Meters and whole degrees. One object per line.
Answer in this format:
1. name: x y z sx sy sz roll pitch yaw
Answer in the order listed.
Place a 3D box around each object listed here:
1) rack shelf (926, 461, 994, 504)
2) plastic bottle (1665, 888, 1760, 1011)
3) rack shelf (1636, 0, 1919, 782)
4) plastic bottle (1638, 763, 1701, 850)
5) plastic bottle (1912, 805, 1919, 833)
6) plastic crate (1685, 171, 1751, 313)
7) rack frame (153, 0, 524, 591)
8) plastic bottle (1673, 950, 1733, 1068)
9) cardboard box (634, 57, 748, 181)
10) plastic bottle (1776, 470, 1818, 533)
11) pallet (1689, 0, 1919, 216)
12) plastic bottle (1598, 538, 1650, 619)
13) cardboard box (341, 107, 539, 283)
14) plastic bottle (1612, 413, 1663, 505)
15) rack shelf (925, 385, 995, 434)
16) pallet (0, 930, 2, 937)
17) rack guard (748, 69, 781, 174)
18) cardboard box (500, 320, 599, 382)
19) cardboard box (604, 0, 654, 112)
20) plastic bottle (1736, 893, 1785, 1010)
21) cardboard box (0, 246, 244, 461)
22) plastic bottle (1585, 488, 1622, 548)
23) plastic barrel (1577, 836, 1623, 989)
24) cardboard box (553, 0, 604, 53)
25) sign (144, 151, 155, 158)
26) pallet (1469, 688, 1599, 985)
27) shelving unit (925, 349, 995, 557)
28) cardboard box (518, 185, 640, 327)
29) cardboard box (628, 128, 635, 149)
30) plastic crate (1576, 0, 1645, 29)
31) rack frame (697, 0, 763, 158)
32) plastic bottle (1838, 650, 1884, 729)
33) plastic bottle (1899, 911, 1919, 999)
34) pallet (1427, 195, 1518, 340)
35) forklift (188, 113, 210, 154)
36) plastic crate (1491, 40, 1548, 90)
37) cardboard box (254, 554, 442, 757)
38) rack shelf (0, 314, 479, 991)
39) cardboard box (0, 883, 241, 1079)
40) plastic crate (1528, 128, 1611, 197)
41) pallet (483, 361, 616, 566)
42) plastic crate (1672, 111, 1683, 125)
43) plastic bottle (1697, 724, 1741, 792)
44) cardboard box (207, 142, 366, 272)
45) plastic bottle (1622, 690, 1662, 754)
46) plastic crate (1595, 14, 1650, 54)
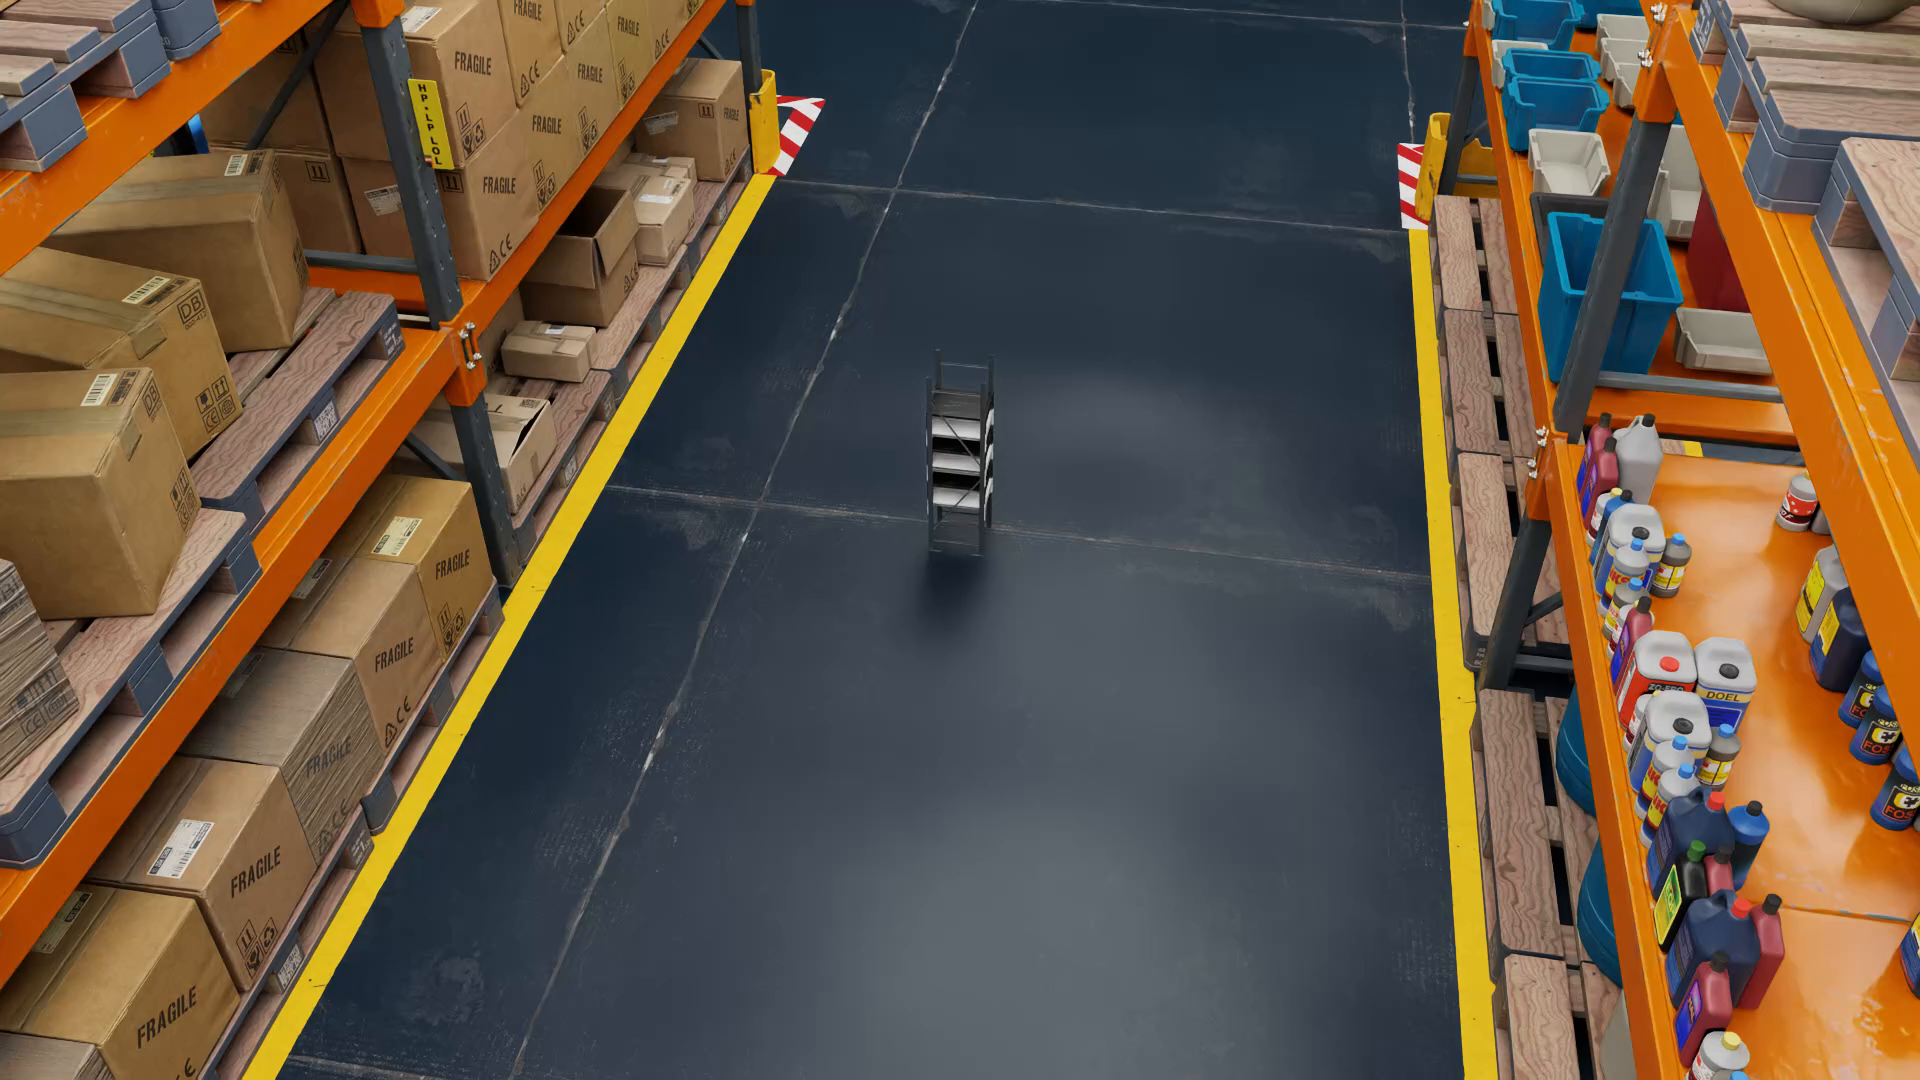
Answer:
1. rack shelf: 0.001 -0.257 7.048 0.258 0.077 0.200 6 40 8
2. plastic bottle: 1.739 0.927 3.813 0.144 0.351 0.185 6 40 8
3. rack shelf: 2.169 -0.112 3.243 1.077 0.370 4.000 6 40 8
4. plastic bottle: 1.795 0.667 4.191 0.097 0.271 0.097 0 40 0
5. plastic bottle: 2.551 0.618 4.246 0.152 0.276 0.135 6 40 8
6. plastic crate: 2.916 -1.069 6.092 0.402 0.464 0.583 6 40 8
7. rack frame: -2.363 -1.037 6.151 1.000 3.000 0.127 6 40 8
8. plastic bottle: 1.670 1.048 3.720 0.061 0.283 0.133 6 40 8
9. cardboard box: -1.523 -2.386 9.398 0.500 0.500 0.500 6 40 8
10. plastic bottle: 2.639 -0.131 5.211 0.097 0.201 0.097 0 40 0
11. pallet: 2.475 -1.069 3.984 1.213 0.211 1.003 6 40 8
12. plastic bottle: 1.949 0.109 4.866 0.097 0.271 0.097 0 40 0
13. cardboard box: -2.007 -1.366 6.469 0.500 0.500 0.500 7 40 9
14. plastic bottle: 2.128 -0.259 5.248 0.144 0.351 0.185 6 40 8
15. rack shelf: 0.001 -0.534 6.819 0.258 0.077 0.200 6 40 8
16. pallet: -3.007 1.114 3.699 1.213 0.211 1.003 6 40 8
17. rack guard: -1.684 -2.537 9.926 1.175 0.500 0.348 6 40 8
18. cardboard box: -1.938 -0.899 7.861 0.380 0.166 0.250 6 40 8
19. cardboard box: -1.746 -2.320 7.624 0.500 0.500 0.500 6 40 7
20. plastic bottle: 1.844 0.948 3.841 0.061 0.283 0.133 6 40 8
21. cardboard box: -2.722 -0.527 5.125 0.700 0.500 0.500 12 41 15
22. plastic bottle: 2.006 -0.071 5.138 0.097 0.201 0.097 0 40 0
23. plastic barrel: 2.281 0.942 5.074 0.600 0.901 0.708 6 40 8
24. cardboard box: -1.826 -2.372 6.902 0.500 0.500 0.500 5 40 6
25. sign: -2.899 -1.426 5.941 0.100 0.325 0.005 6 40 8
26. pallet: 2.340 1.065 5.796 1.003 0.211 1.213 6 40 8
27. shelving unit: 0.001 -0.352 6.969 0.258 0.900 0.210 6 40 8
28. cardboard box: -2.043 -1.424 8.233 0.797 0.503 0.637 6 40 8
29. cardboard box: -2.082 -2.394 9.683 0.380 0.149 0.250 6 40 8
30. plastic crate: 3.333 -2.805 8.214 0.616 0.435 0.499 6 40 8
31. rack frame: -1.671 -3.548 9.187 1.000 3.000 0.127 6 40 8
32. plastic bottle: 2.488 0.387 4.528 0.097 0.271 0.097 0 40 0
33. plastic bottle: 2.314 0.902 3.844 0.144 0.351 0.185 6 40 8
34. pallet: 3.026 -1.411 8.791 1.003 0.211 1.213 6 40 8
35. forklift: -5.076 -2.670 8.180 3.031 2.935 1.130 8 40 10
36. plastic crate: 2.585 -2.184 7.698 0.250 0.136 0.298 6 40 8
37. cardboard box: -2.260 0.407 6.020 0.500 0.500 0.500 7 40 8
38. rack shelf: -2.709 0.495 4.862 1.077 0.370 4.000 6 40 8
39. cardboard box: -2.518 1.369 4.856 0.500 0.500 0.500 6 40 7
40. plastic crate: 2.520 -1.536 6.914 0.293 0.136 0.466 6 40 8
41. pallet: -2.244 -0.394 7.560 1.003 0.211 1.213 6 40 8
42. plastic crate: 3.104 -1.641 6.965 0.416 0.233 0.300 6 40 8
43. plastic bottle: 1.985 0.565 4.369 0.097 0.201 0.097 0 40 0
44. cardboard box: -2.530 -1.418 6.533 0.500 0.500 0.500 7 40 8
45. plastic bottle: 1.852 0.487 4.463 0.097 0.201 0.097 0 40 0
46. plastic crate: 3.244 -2.389 7.945 0.396 0.136 0.243 6 40 8
